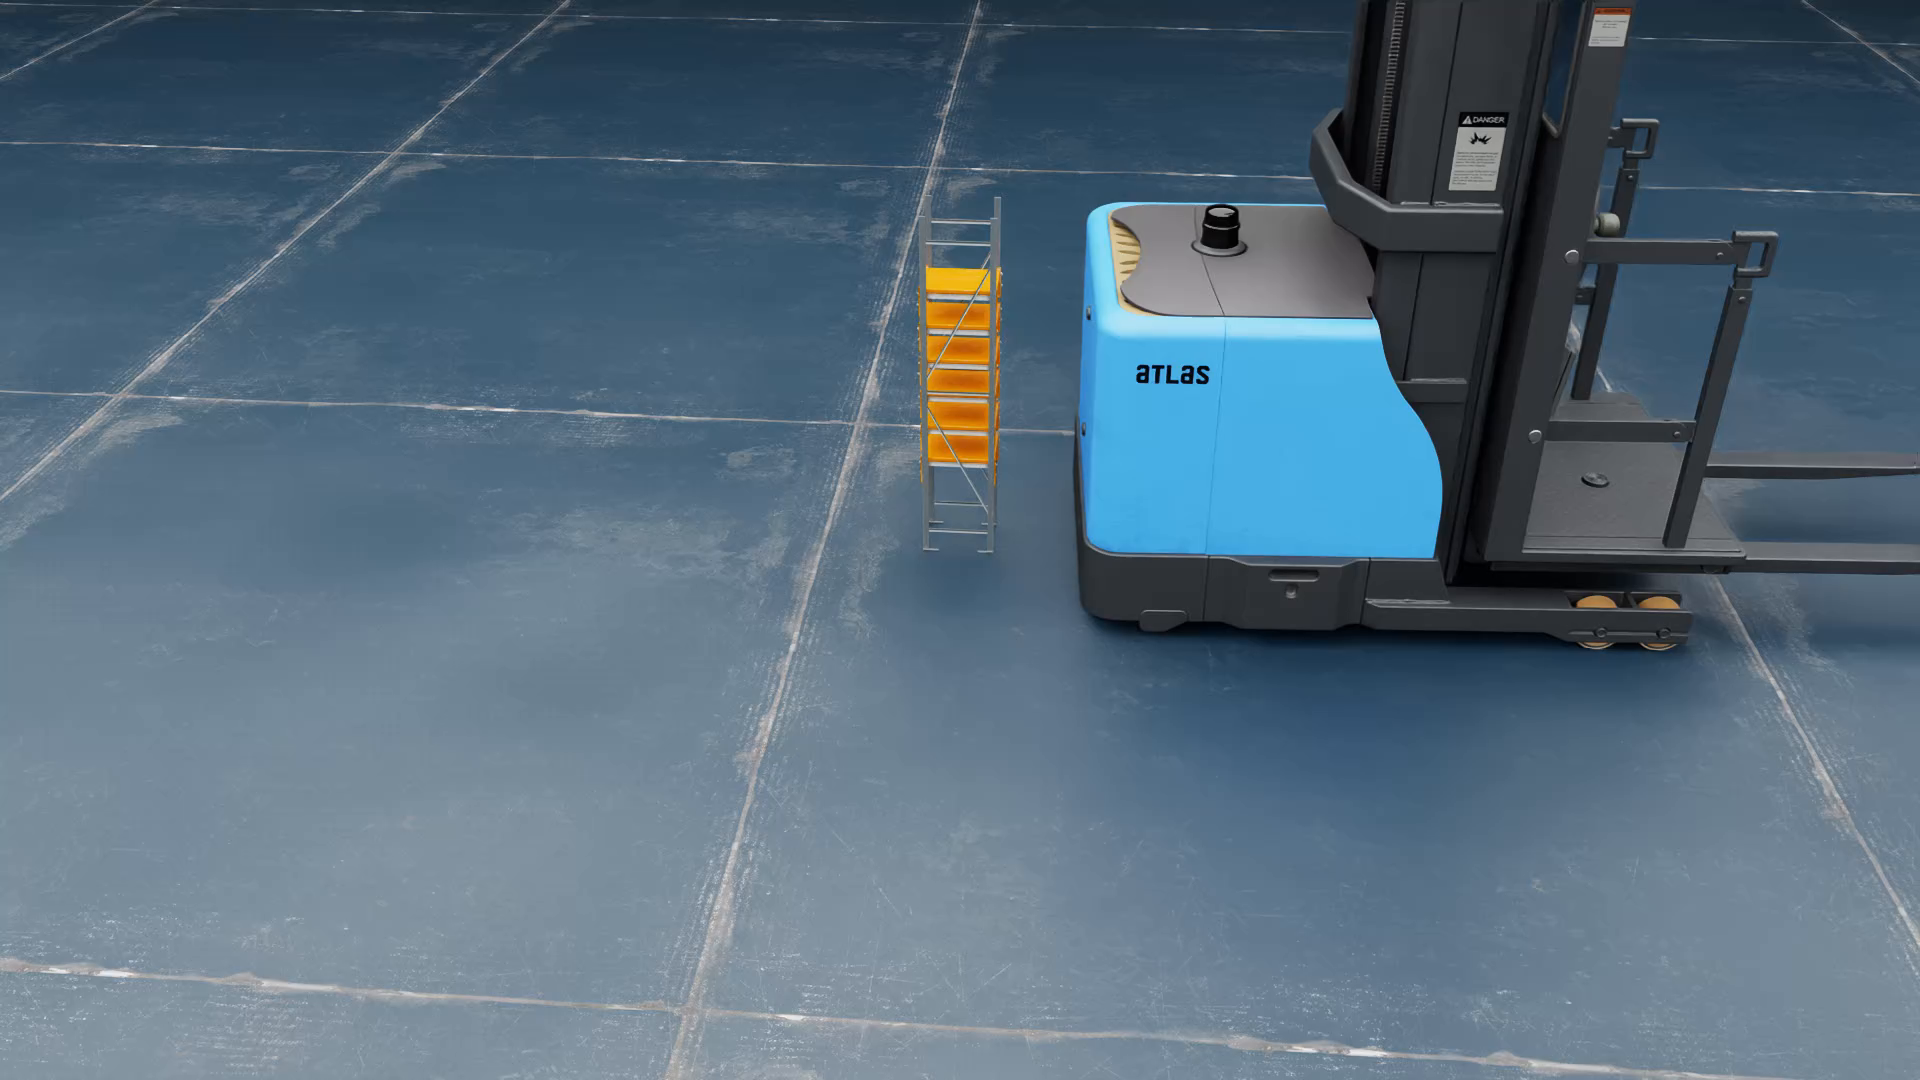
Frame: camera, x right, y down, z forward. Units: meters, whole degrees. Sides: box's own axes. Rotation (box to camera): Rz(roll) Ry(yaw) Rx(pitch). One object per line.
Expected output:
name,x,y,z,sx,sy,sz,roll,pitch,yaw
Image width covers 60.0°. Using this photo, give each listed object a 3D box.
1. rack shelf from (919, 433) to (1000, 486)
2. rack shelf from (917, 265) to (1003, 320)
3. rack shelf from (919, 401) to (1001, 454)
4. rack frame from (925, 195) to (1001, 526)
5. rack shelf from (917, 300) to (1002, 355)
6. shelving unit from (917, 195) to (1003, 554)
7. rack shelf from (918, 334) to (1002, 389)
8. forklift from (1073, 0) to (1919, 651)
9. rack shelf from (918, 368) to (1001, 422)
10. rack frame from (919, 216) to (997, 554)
rack shelf,0.001,-0.276,5.597,0.258,0.103,0.180,2,32,4
rack shelf,0.001,-0.787,5.282,0.258,0.103,0.180,2,32,4
rack shelf,0.001,-0.378,5.534,0.258,0.103,0.180,2,32,4
rack frame,0.009,-0.566,5.525,0.240,1.200,0.006,2,32,4
rack shelf,0.001,-0.685,5.345,0.258,0.103,0.180,2,32,4
shelving unit,0.001,-0.518,5.447,0.258,1.200,0.189,2,32,4
rack shelf,0.001,-0.583,5.408,0.258,0.103,0.180,2,32,4
forklift,1.911,-1.188,4.884,3.031,2.935,1.130,1,32,1
rack shelf,0.001,-0.481,5.471,0.258,0.103,0.180,2,32,4
rack frame,-0.006,-0.471,5.370,0.240,1.200,0.006,2,32,4
